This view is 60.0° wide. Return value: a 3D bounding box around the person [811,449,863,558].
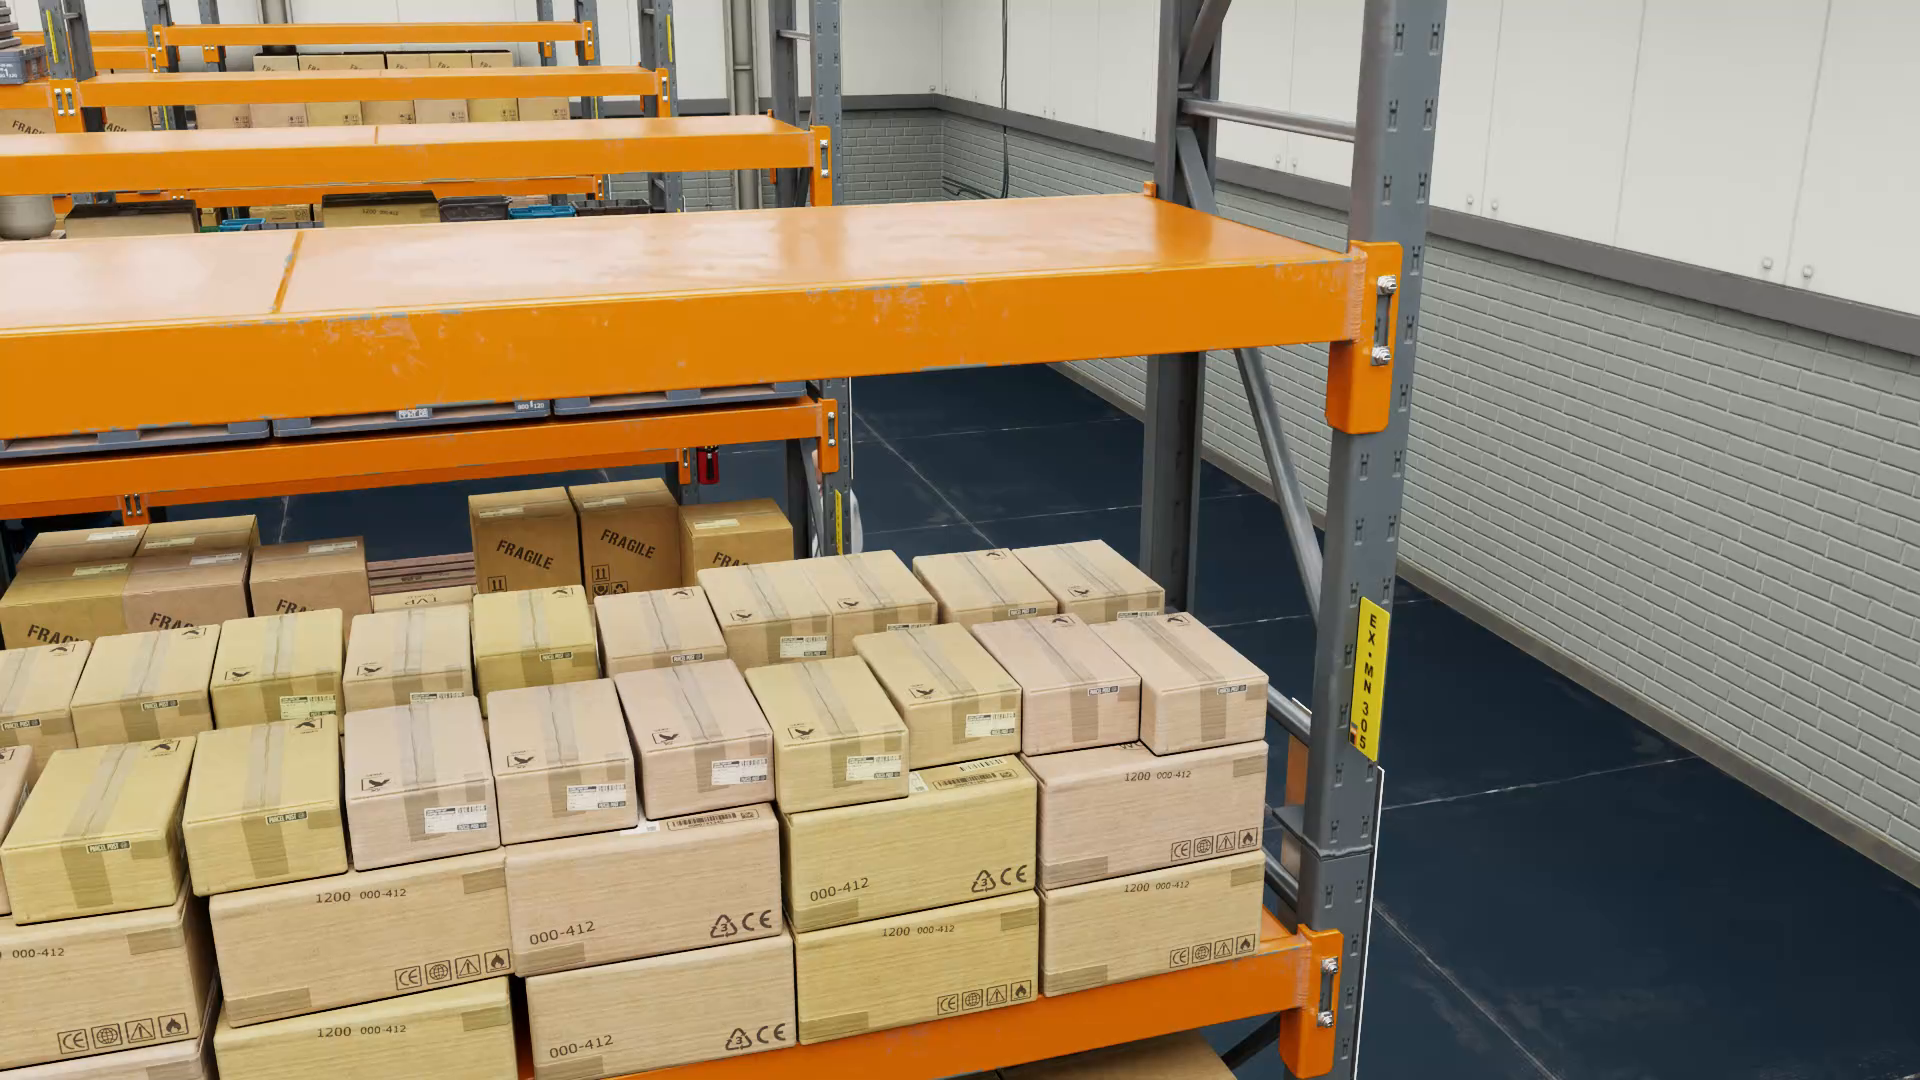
[{"bbox_3d":[-0.891,0.213,11.470,0.427,1.773,0.628,-7,20,-19],"label":"person"}]
